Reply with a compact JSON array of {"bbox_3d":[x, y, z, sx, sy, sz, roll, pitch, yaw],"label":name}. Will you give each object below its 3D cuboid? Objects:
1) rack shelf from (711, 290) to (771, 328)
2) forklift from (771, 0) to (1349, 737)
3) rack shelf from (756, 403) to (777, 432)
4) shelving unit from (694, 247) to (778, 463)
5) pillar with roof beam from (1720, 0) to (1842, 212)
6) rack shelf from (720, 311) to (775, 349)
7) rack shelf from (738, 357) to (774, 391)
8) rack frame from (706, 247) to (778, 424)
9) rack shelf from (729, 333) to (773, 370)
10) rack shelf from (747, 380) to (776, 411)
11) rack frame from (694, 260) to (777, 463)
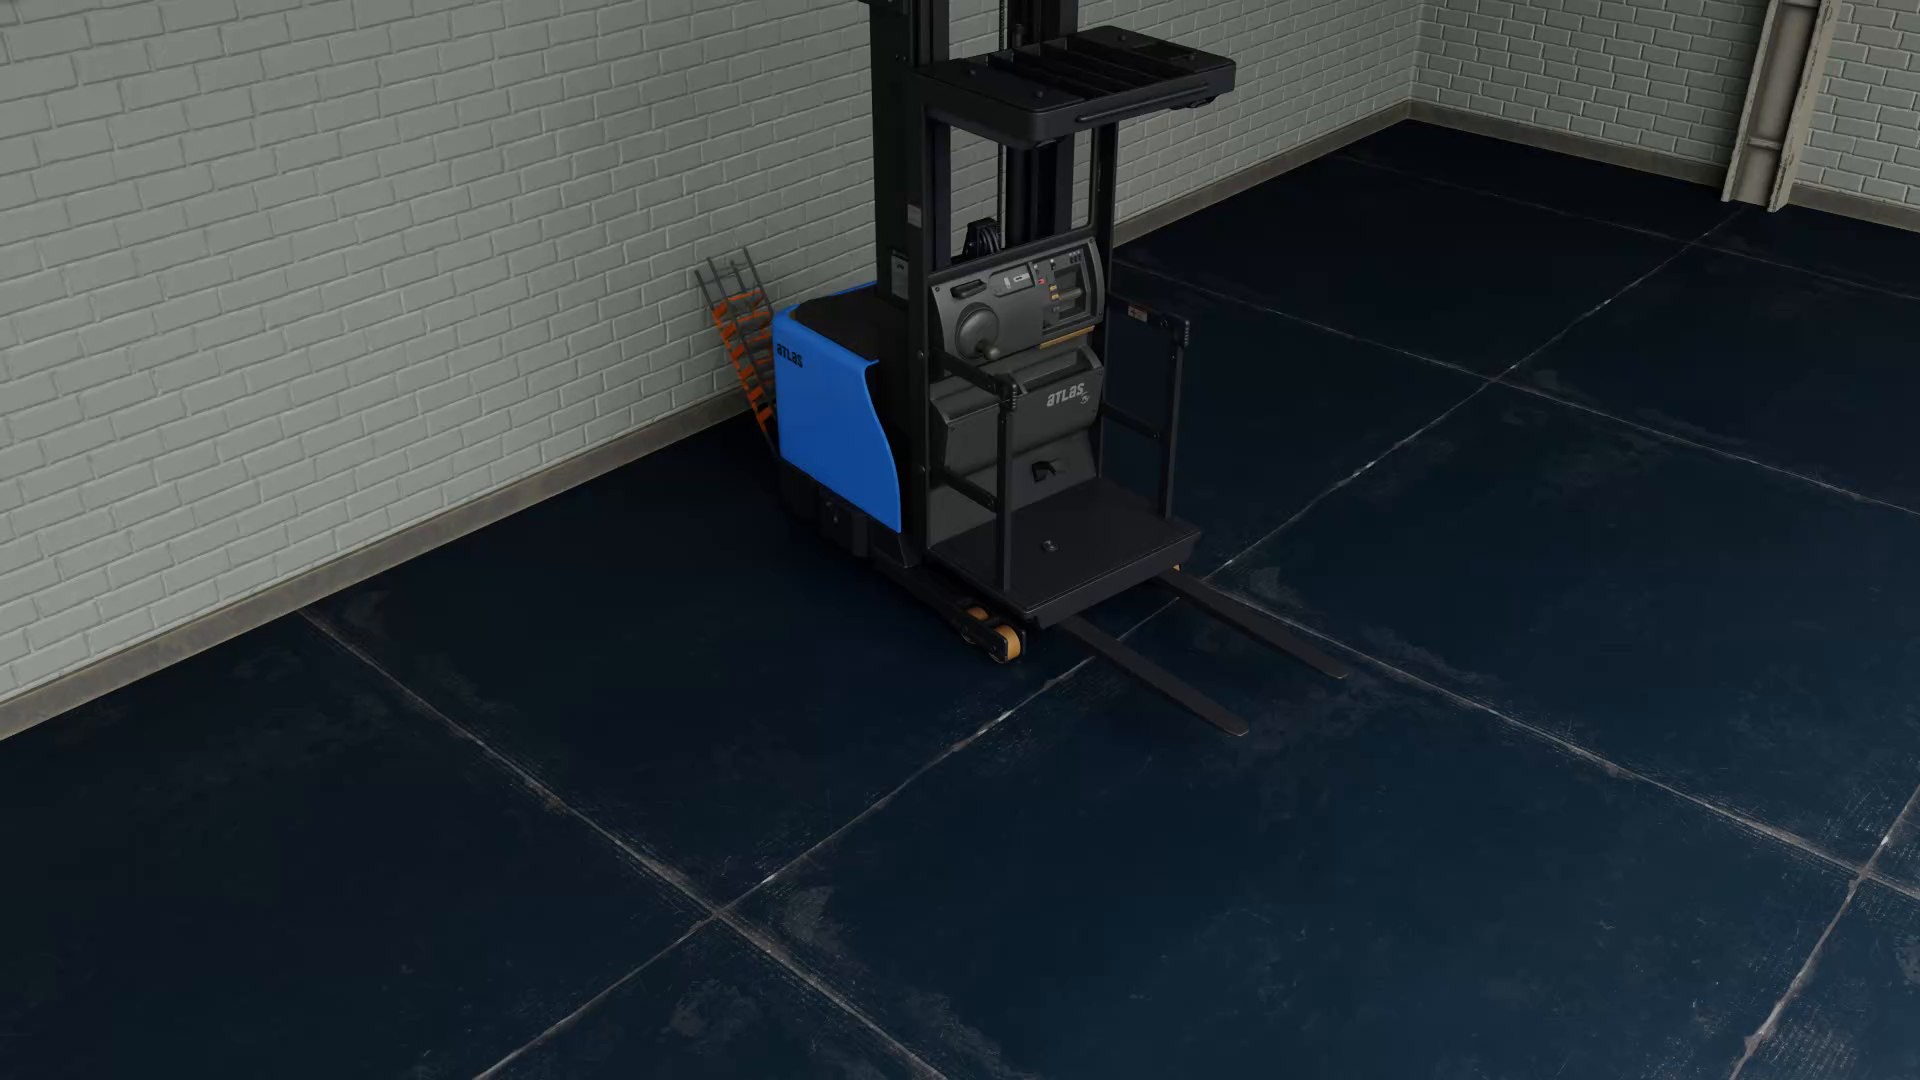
[{"bbox_3d":[-1.160,-1.229,8.805,0.258,0.103,0.180,-22,-2,-32],"label":"rack shelf"},{"bbox_3d":[0.397,-1.006,7.079,1.130,2.935,3.031,-23,38,-33],"label":"forklift"},{"bbox_3d":[-0.922,-0.678,8.786,0.258,0.103,0.180,-22,-2,-32],"label":"rack shelf"},{"bbox_3d":[-1.035,-0.939,8.795,0.258,1.200,0.189,-22,-2,-32],"label":"shelving unit"},{"bbox_3d":[3.070,-4.752,7.418,0.400,9.000,9.100,25,39,35],"label":"pillar with roof beam"},{"bbox_3d":[-1.112,-1.118,8.801,0.258,0.103,0.180,-22,-2,-32],"label":"rack shelf"},{"bbox_3d":[-1.017,-0.898,8.793,0.258,0.103,0.180,-22,-2,-32],"label":"rack shelf"},{"bbox_3d":[-0.991,-0.961,8.717,0.240,1.200,0.006,-22,-2,-32],"label":"rack frame"},{"bbox_3d":[-1.065,-1.008,8.797,0.258,0.103,0.180,-22,-2,-32],"label":"rack shelf"},{"bbox_3d":[-0.970,-0.788,8.789,0.258,0.103,0.180,-22,-2,-32],"label":"rack shelf"},{"bbox_3d":[-1.079,-0.917,8.872,0.240,1.200,0.006,-22,-2,-32],"label":"rack frame"}]
